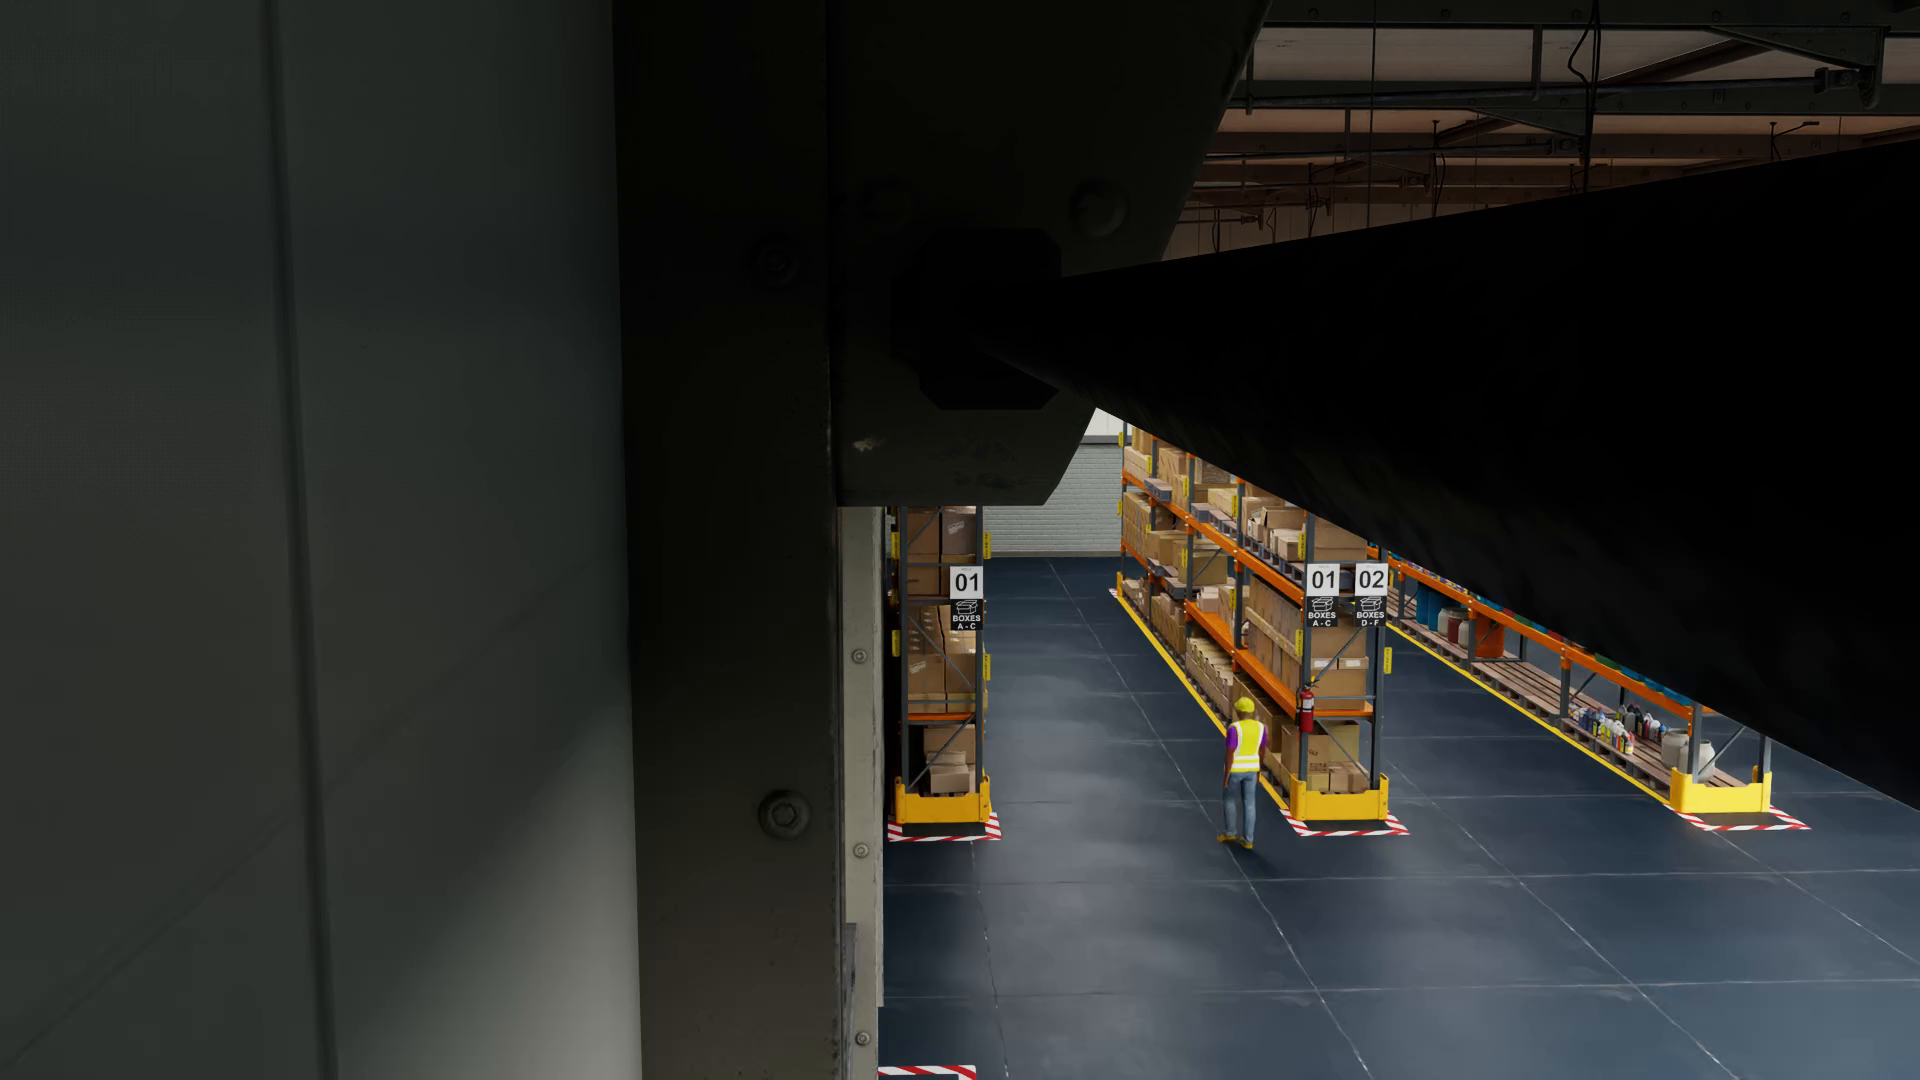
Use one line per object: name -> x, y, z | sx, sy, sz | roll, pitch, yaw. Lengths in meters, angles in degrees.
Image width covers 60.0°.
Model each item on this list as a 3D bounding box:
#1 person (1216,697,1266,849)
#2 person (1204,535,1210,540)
person -> 3.343, 2.747, 19.563 | 0.574, 1.810, 0.602 | -1, 8, -9
person -> 5.627, 0.177, 37.899 | 0.589, 1.659, 0.499 | 2, 8, 15
